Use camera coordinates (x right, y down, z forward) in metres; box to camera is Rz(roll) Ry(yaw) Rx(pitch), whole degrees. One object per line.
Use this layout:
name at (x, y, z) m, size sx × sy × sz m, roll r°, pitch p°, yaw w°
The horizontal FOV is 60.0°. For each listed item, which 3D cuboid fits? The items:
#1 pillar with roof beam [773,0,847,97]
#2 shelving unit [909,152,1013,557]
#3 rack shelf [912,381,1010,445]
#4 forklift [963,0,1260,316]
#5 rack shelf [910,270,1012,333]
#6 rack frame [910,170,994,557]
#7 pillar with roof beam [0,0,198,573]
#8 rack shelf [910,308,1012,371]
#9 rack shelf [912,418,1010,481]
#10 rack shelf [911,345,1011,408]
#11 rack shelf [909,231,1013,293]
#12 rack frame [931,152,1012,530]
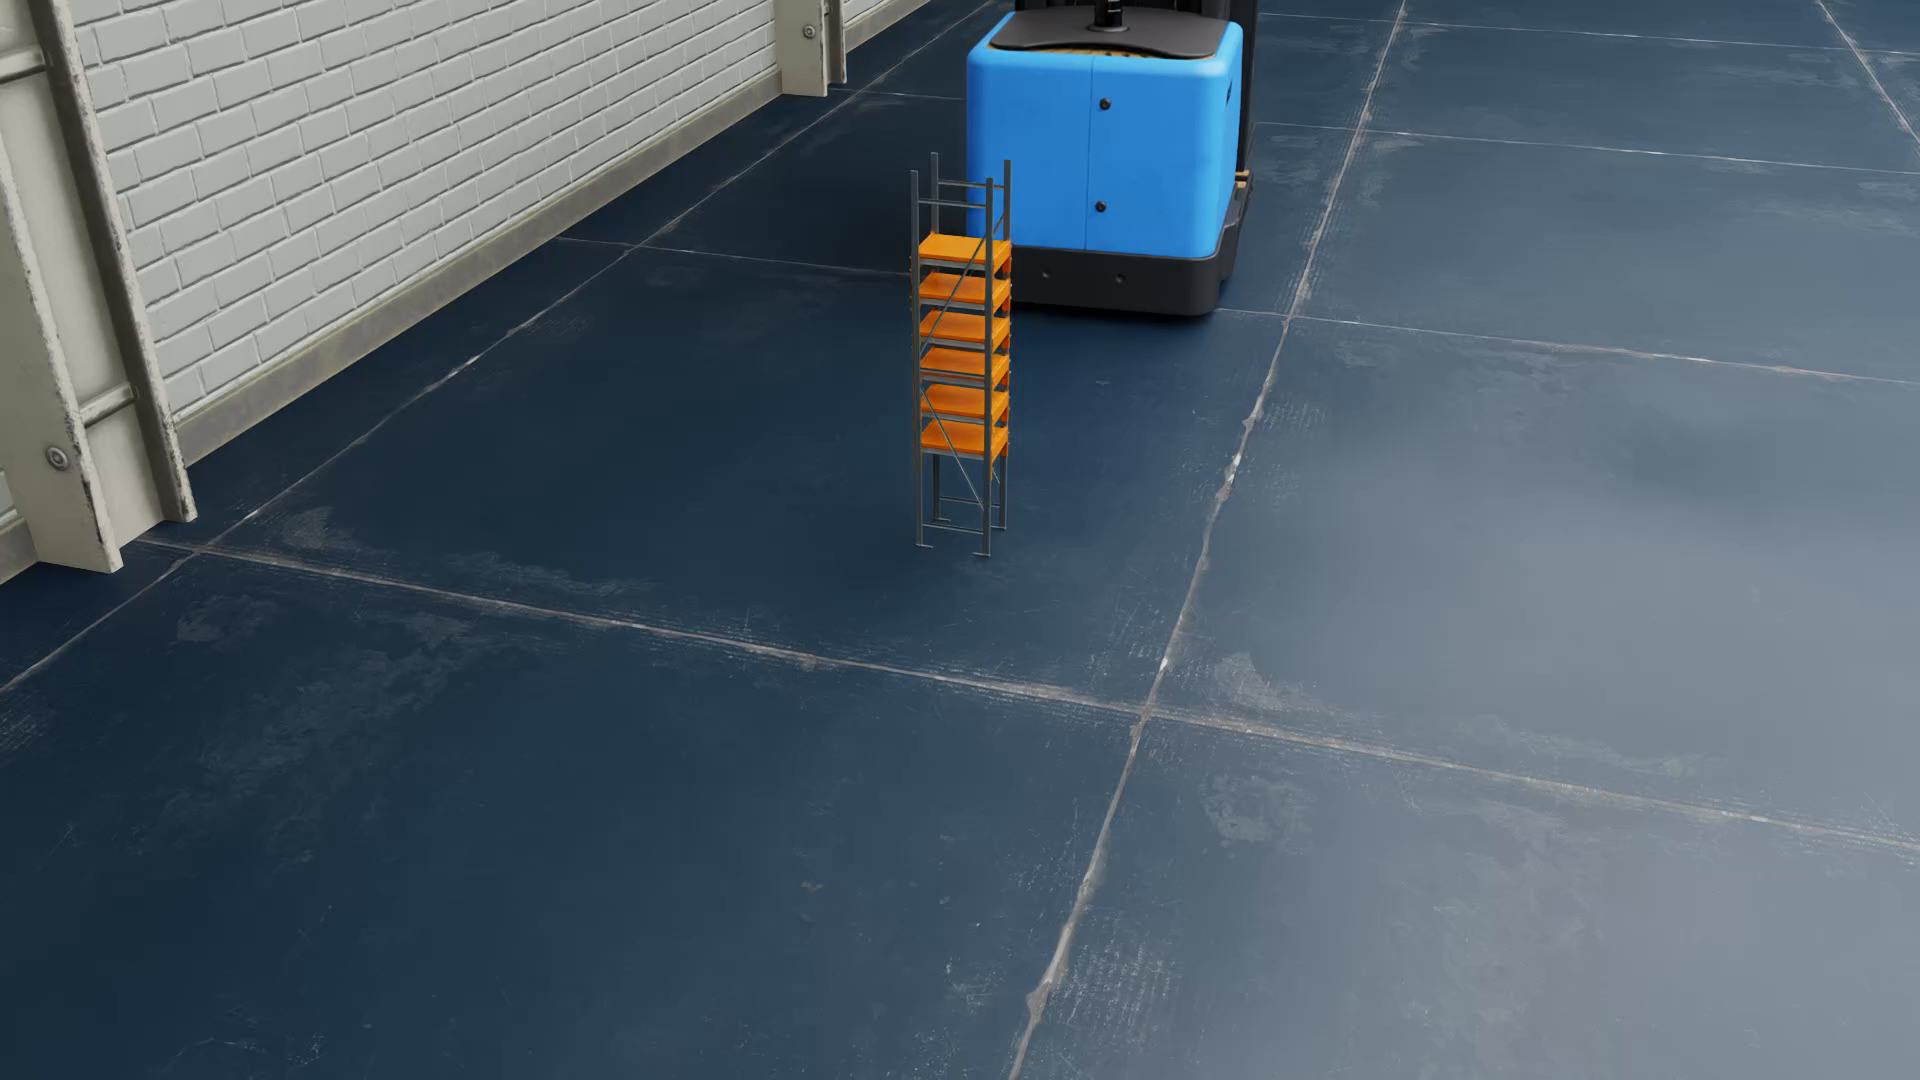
pillar with roof beam at (3.203, -6.118, 6.991) m, size 9.100 × 9.000 × 0.400 m, roll 8°, pitch 30°, yaw 15°
shelving unit at (0.004, -0.531, 4.970) m, size 0.258 × 1.200 × 0.189 m, roll 8°, pitch 30°, yaw 15°
rack shelf at (0.004, -0.387, 5.050) m, size 0.258 × 0.103 × 0.180 m, roll 8°, pitch 30°, yaw 15°
forklift at (0.842, -2.889, 7.429) m, size 1.130 × 2.935 × 3.031 m, roll 6°, pitch 30°, yaw 11°
rack shelf at (0.004, -0.702, 4.875) m, size 0.258 × 0.103 × 0.180 m, roll 8°, pitch 30°, yaw 15°
rack frame at (-0.023, -0.489, 4.894) m, size 0.240 × 1.200 × 0.006 m, roll 8°, pitch 30°, yaw 15°
pillar with roof beam at (1.441, -3.330, 1.979) m, size 9.100 × 9.000 × 0.400 m, roll 8°, pitch 30°, yaw 15°
rack shelf at (0.004, -0.597, 4.934) m, size 0.258 × 0.103 × 0.180 m, roll 8°, pitch 30°, yaw 15°
rack shelf at (0.004, -0.282, 5.109) m, size 0.258 × 0.103 × 0.180 m, roll 8°, pitch 30°, yaw 15°
rack shelf at (0.004, -0.492, 4.992) m, size 0.258 × 0.103 × 0.180 m, roll 8°, pitch 30°, yaw 15°
rack shelf at (0.004, -0.807, 4.817) m, size 0.258 × 0.103 × 0.180 m, roll 8°, pitch 30°, yaw 15°
rack frame at (0.031, -0.574, 5.047) m, size 0.240 × 1.200 × 0.006 m, roll 8°, pitch 30°, yaw 15°
